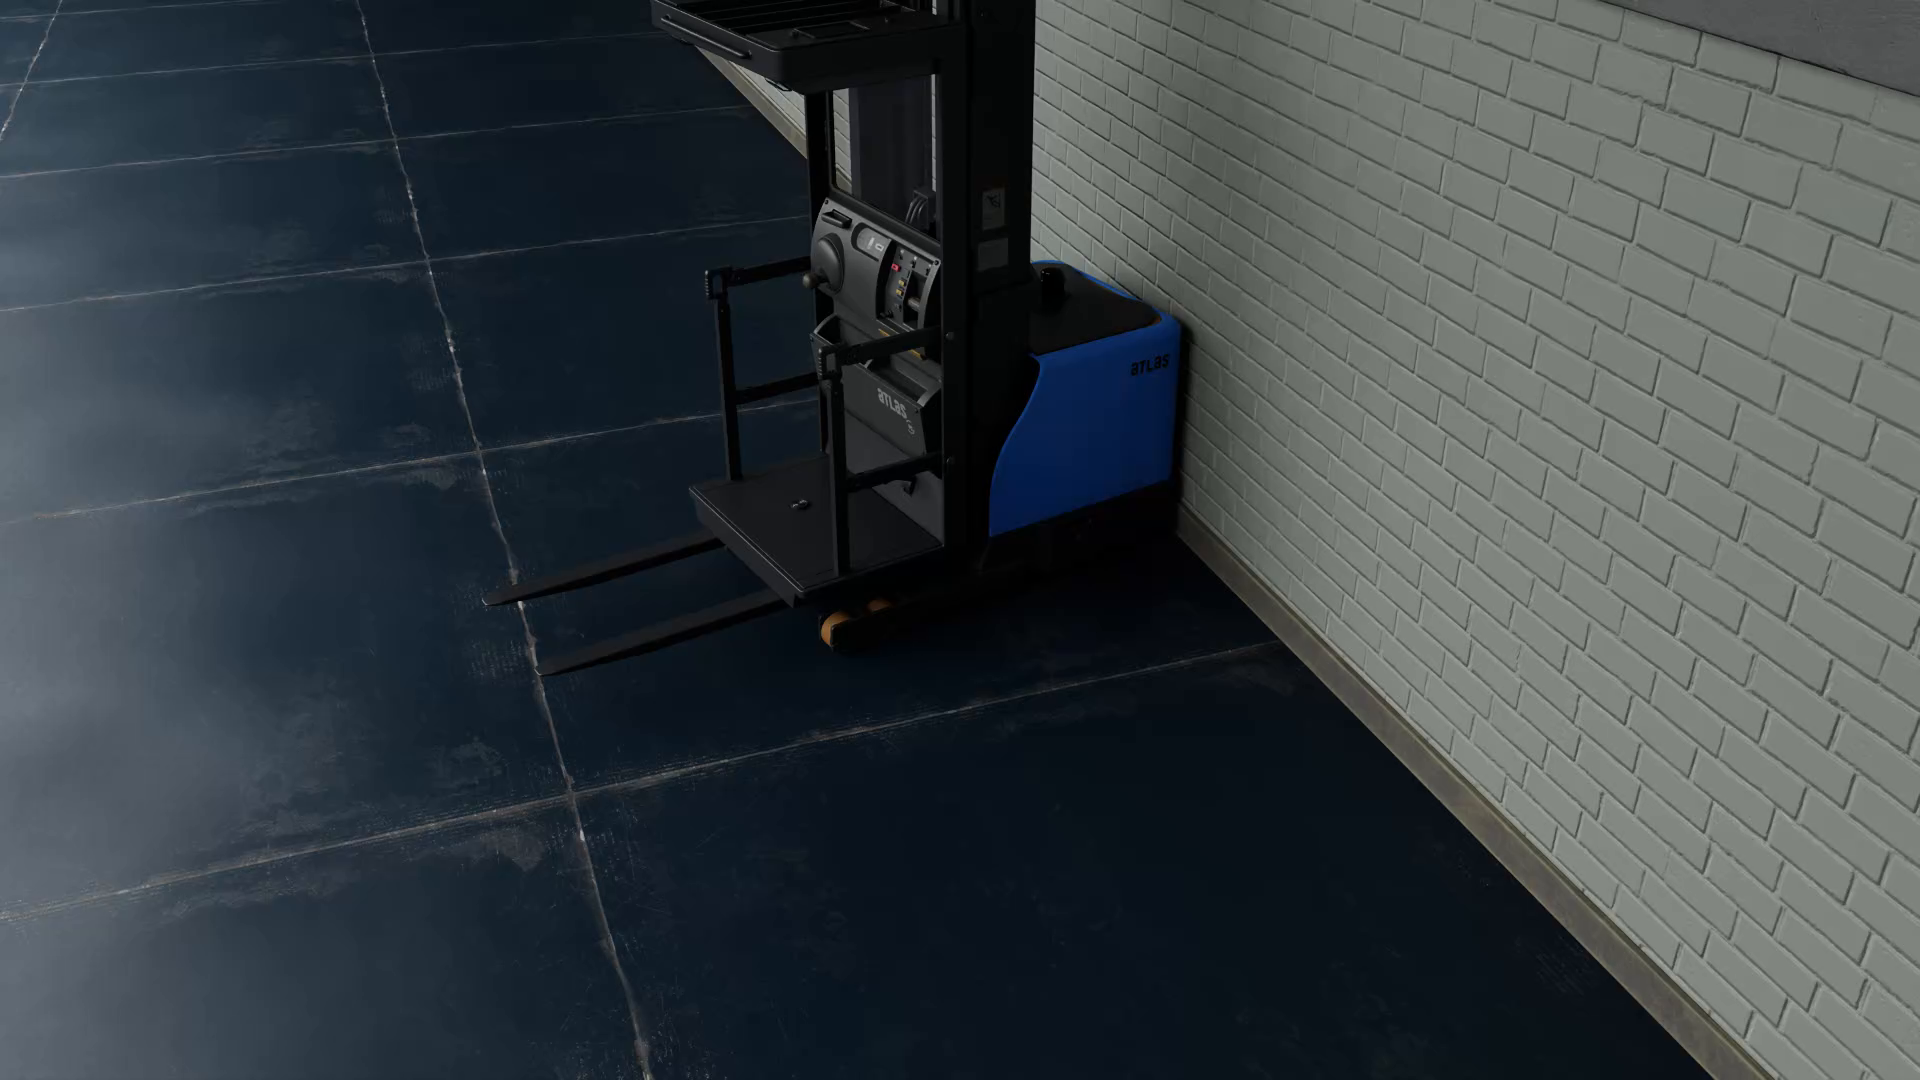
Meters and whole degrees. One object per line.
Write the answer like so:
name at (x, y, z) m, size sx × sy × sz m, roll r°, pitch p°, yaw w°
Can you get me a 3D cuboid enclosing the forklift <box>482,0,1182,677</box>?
forklift at (-0.527, -1.105, 6.728) m, size 3.031 × 2.935 × 1.130 m, roll -18°, pitch 34°, yaw -28°
